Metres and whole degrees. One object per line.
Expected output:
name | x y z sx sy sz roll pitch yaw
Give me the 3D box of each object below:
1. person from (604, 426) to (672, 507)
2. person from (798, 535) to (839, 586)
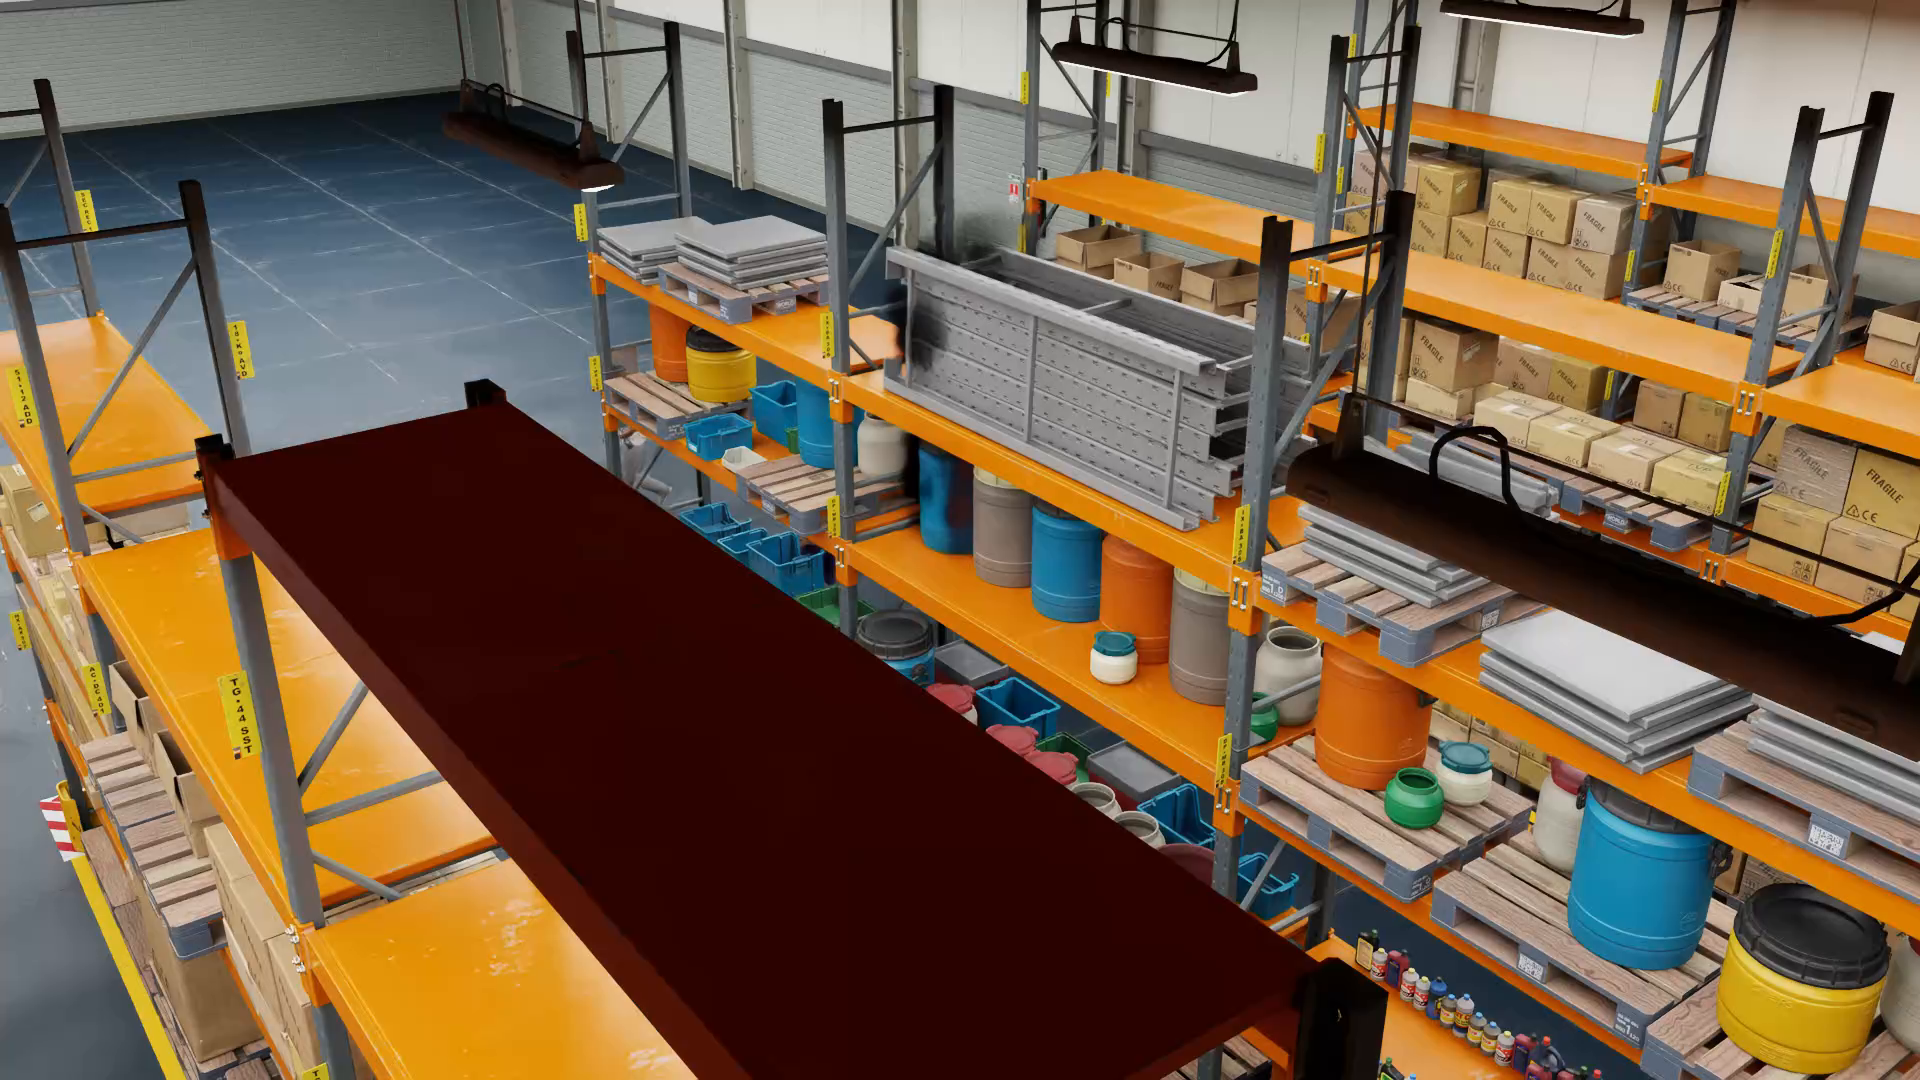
person | -3.793 -1.130 19.421 0.782 1.685 0.597 -3 25 -7
person | -1.440 0.073 16.798 0.896 1.645 0.608 17 30 32
